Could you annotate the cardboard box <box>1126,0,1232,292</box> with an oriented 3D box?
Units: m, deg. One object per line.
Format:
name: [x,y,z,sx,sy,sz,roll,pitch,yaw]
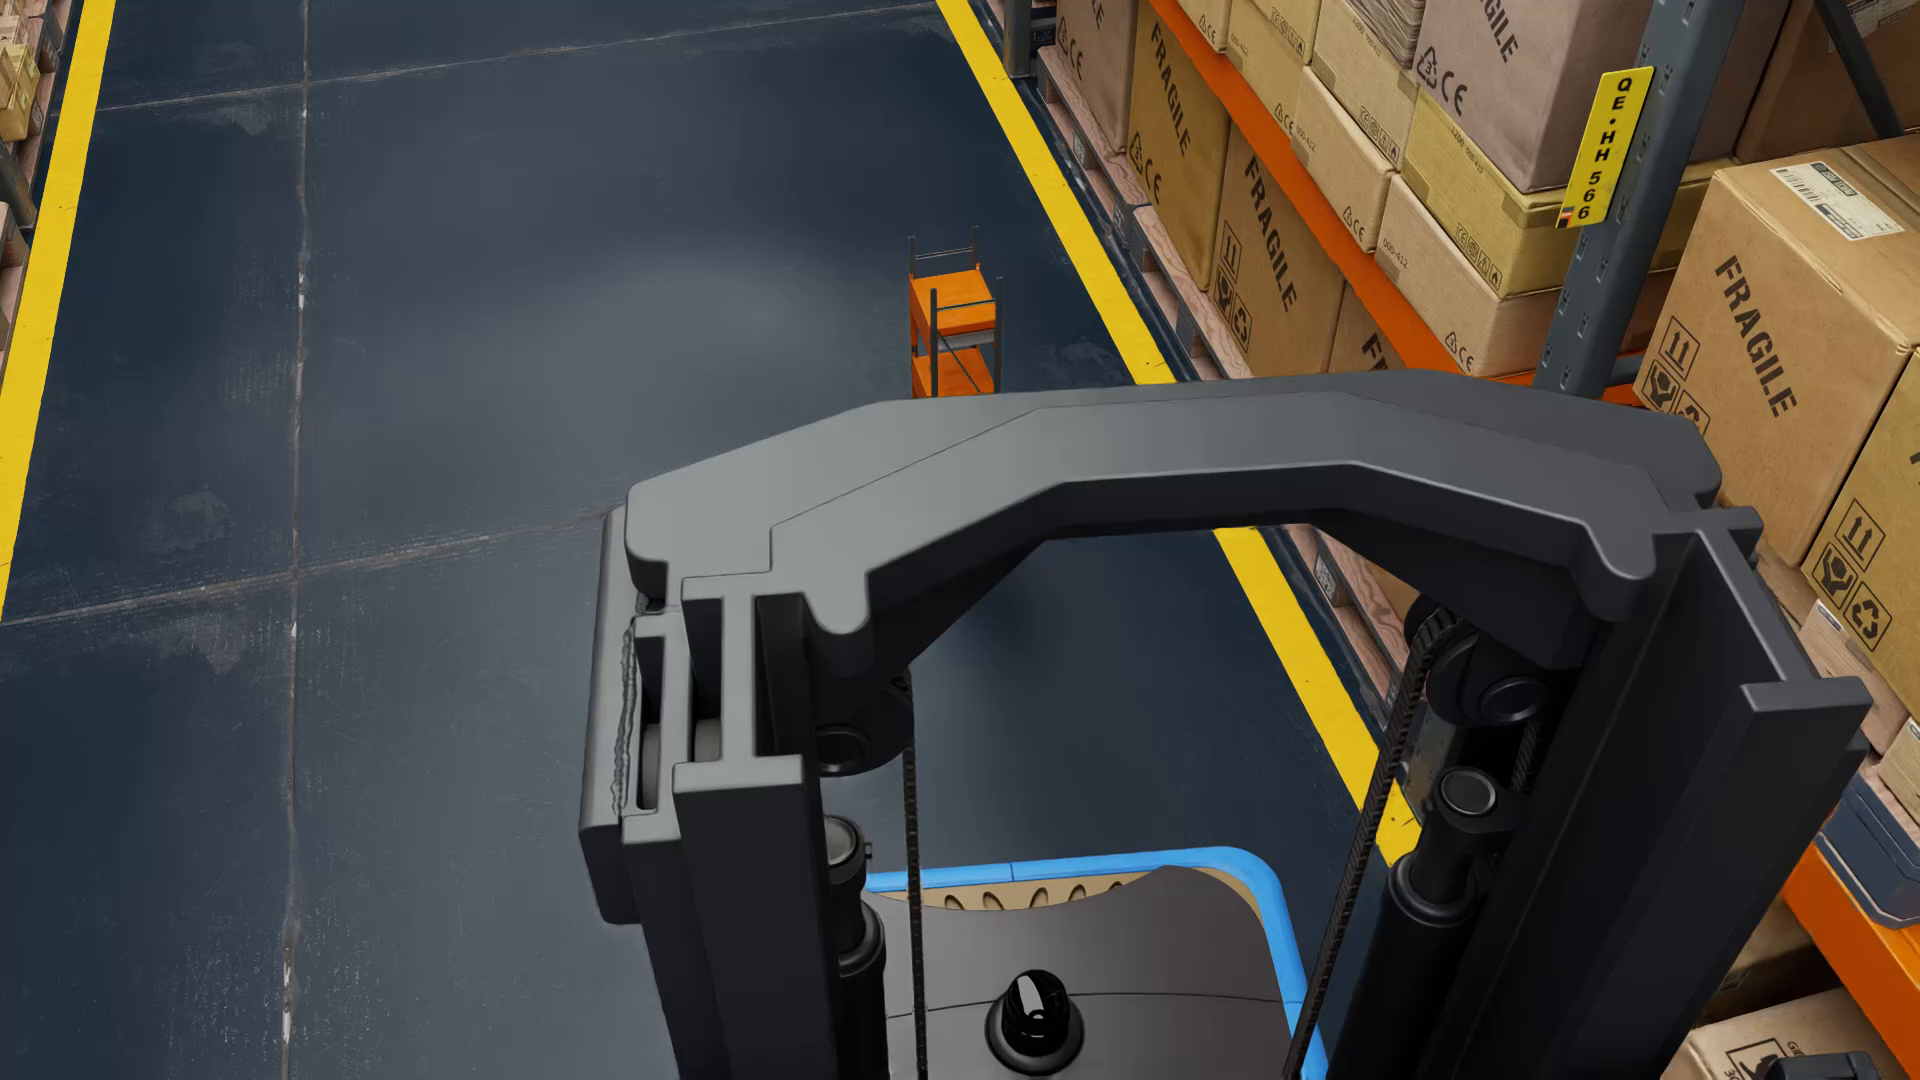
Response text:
cardboard box: [1.161,-1.539,5.851,0.875,0.875,0.875,-9,46,-9]

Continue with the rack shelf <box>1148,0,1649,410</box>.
rack shelf: [1.198,-1.538,5.161,1.077,0.370,4.000,-11,47,-10]

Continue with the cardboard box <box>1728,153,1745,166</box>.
cardboard box: [1.819,-0.927,3.813,0.500,0.250,0.500,-11,47,-11]

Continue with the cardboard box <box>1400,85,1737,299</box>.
cardboard box: [1.340,-0.820,3.708,0.500,0.250,0.500,-11,47,-10]

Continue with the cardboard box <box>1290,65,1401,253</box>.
cardboard box: [1.183,-1.008,4.243,0.500,0.250,0.500,-10,46,-10]

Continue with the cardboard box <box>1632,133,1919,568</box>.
cardboard box: [1.601,-0.342,2.913,0.500,0.500,0.500,-12,47,-11]

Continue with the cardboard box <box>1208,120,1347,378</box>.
cardboard box: [1.389,-0.921,5.246,0.875,0.875,0.875,-10,46,-10]

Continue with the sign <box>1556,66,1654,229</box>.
sign: [1.174,-0.711,3.036,0.100,0.325,0.005,-11,47,-10]

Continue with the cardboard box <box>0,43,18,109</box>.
cardboard box: [-3.857,-1.758,6.367,0.380,0.149,0.250,-9,46,-8]

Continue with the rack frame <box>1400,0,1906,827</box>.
rack frame: [1.710,-0.409,3.551,1.000,3.000,0.127,-11,47,-10]

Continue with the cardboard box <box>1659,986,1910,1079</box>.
cardboard box: [2.041,1.263,3.457,0.950,0.372,0.625,-12,47,-11]

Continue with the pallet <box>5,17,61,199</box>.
pallet: [-4.280,-1.677,6.746,1.003,0.211,1.213,-11,47,-10]

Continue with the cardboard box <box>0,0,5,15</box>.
cardboard box: [-4.172,-2.265,6.863,0.380,0.149,0.250,-13,47,-12]

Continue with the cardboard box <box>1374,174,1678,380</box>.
cardboard box: [1.329,-0.658,3.900,0.500,0.250,0.500,-12,47,-12]

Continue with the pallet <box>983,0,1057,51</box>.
pallet: [0.567,-2.734,7.782,1.003,0.211,1.213,-11,47,-10]

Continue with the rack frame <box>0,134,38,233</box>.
rack frame: [-4.073,-2.196,5.302,1.000,3.000,0.127,-11,47,-10]

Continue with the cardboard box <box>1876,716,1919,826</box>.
cardboard box: [1.729,0.382,2.657,0.380,0.149,0.250,-10,47,-10]

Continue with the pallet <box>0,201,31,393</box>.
pallet: [-3.873,-0.683,5.771,1.003,0.211,1.213,-11,47,-10]

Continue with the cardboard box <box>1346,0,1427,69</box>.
cardboard box: [1.185,-1.456,3.807,0.500,0.500,0.500,-10,46,-10]

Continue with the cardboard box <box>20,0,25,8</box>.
cardboard box: [-4.254,-2.347,7.152,0.380,0.149,0.250,-13,47,-12]

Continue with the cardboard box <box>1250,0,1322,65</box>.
cardboard box: [1.055,-1.523,4.397,0.500,0.250,0.500,-12,47,-11]

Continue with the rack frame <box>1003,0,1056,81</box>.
rack frame: [0.686,-3.171,6.257,1.000,3.000,0.127,-11,47,-10]

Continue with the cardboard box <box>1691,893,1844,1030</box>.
cardboard box: [1.845,0.755,3.955,0.950,0.372,0.625,-14,47,-13]

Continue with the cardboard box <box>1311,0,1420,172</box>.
cardboard box: [1.205,-1.173,4.054,0.500,0.250,0.500,-12,47,-11]

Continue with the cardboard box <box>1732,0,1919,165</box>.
cardboard box: [1.820,-1.179,3.536,0.500,0.500,0.500,-12,47,-12]

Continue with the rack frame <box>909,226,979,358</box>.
rack frame: [-0.045,-0.489,4.994,0.200,1.050,0.008,-11,47,-10]

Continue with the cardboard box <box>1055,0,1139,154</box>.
cardboard box: [0.922,-2.161,6.461,0.875,0.875,0.875,-9,46,-9]

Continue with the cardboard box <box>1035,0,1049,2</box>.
cardboard box: [0.629,-2.874,7.466,0.875,0.438,0.875,-11,47,-11]

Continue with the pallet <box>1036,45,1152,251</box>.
pallet: [0.956,-1.676,6.745,1.003,0.211,1.213,-11,47,-10]

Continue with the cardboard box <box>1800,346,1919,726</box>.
cardboard box: [1.742,0.016,2.562,0.500,0.500,0.500,-9,46,-8]

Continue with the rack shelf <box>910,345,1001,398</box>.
rack shelf: [-0.014,-0.397,4.919,0.215,0.259,0.240,-11,47,-10]

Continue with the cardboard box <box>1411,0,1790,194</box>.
cardboard box: [1.325,-1.103,3.461,0.500,0.500,0.500,-12,47,-11]

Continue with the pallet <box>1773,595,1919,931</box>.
pallet: [1.995,0.130,3.156,1.213,0.211,1.003,-11,47,-10]

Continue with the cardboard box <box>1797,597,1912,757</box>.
cardboard box: [1.679,0.189,2.847,0.380,0.149,0.250,-14,47,-13]

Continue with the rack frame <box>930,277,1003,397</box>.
rack frame: [0.018,-0.320,4.829,0.200,1.050,0.008,-11,47,-10]

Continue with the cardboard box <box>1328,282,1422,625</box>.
cardboard box: [1.613,-0.305,4.642,0.875,0.875,0.875,-11,47,-11]

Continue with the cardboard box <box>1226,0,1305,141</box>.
cardboard box: [1.070,-1.359,4.587,0.500,0.250,0.500,-11,47,-11]

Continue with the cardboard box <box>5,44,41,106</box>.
cardboard box: [-3.924,-1.839,6.654,0.380,0.149,0.250,-9,46,-9]

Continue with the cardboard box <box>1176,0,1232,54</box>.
cardboard box: [0.912,-1.706,4.926,0.500,0.250,0.500,-11,47,-11]

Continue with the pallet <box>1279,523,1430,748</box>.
pallet: [1.581,0.009,5.094,1.003,0.211,1.213,-11,47,-10]

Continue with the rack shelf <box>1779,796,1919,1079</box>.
rack shelf: [2.222,1.223,2.455,1.077,0.370,4.000,-11,47,-10]

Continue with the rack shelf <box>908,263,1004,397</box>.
rack shelf: [-0.014,-0.596,4.716,0.215,0.259,0.240,-11,47,-10]

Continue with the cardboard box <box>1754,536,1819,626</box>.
cardboard box: [1.653,-0.009,3.040,0.380,0.149,0.250,-13,47,-13]

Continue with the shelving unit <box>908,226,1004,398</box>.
shelving unit: [-0.014,-0.404,4.911,0.215,1.050,0.252,-11,47,-10]

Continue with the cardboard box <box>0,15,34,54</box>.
cardboard box: [-4.038,-2.001,6.813,0.380,0.149,0.250,-11,47,-11]

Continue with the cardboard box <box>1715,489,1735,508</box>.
cardboard box: [1.613,-0.210,3.237,0.380,0.149,0.250,-13,47,-13]

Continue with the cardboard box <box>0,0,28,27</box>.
cardboard box: [-4.151,-2.167,6.976,0.380,0.149,0.250,-12,47,-11]

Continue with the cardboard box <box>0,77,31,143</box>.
cardboard box: [-3.856,-1.655,6.474,0.380,0.149,0.250,-13,47,-12]

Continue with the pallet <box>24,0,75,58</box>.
pallet: [-4.595,-2.521,7.573,1.003,0.211,1.213,-11,47,-10]

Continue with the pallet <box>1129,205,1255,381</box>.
pallet: [1.272,-0.832,5.918,1.003,0.211,1.213,-11,47,-10]
